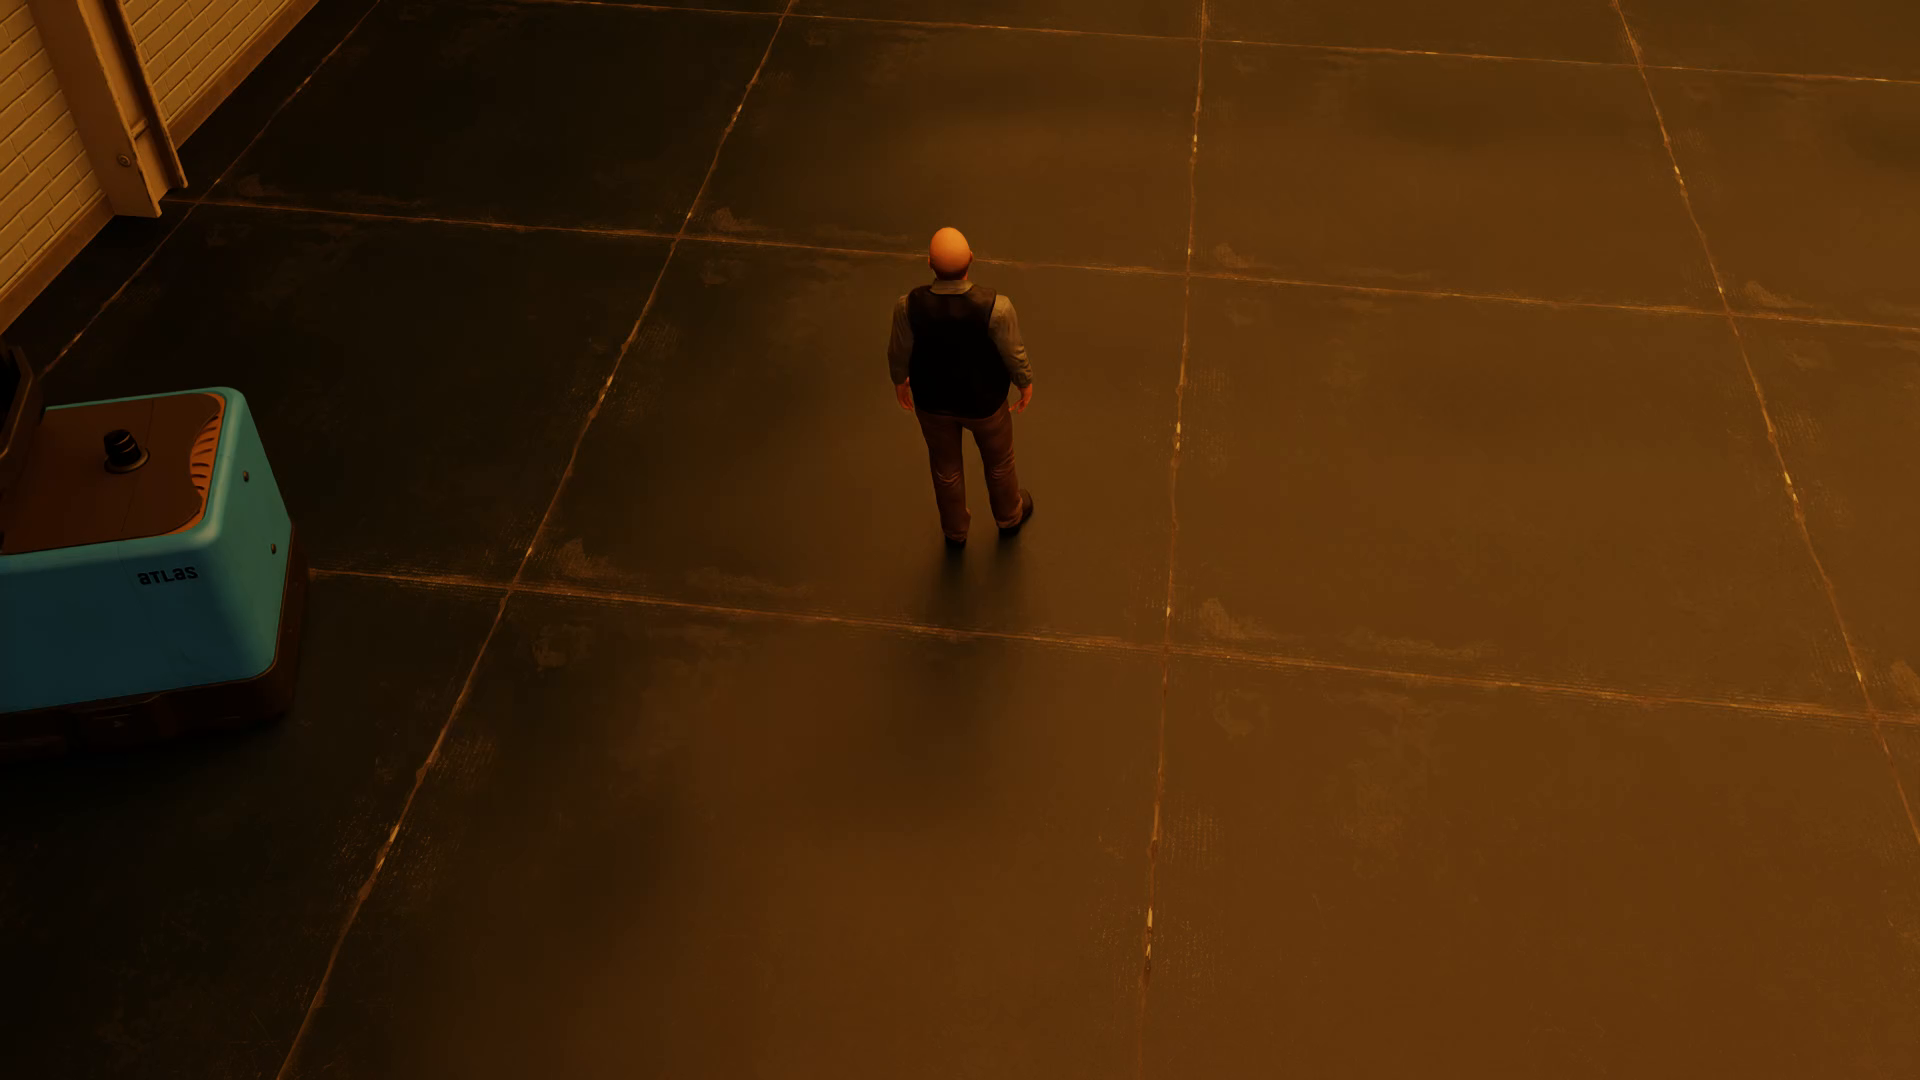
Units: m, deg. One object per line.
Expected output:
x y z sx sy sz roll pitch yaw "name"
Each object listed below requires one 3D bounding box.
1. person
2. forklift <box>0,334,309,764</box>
0.015 -0.681 7.349 0.634 1.722 0.566 5 43 6 "person"
-4.401 -0.429 6.192 3.031 2.935 1.130 -8 43 -9 "forklift"
